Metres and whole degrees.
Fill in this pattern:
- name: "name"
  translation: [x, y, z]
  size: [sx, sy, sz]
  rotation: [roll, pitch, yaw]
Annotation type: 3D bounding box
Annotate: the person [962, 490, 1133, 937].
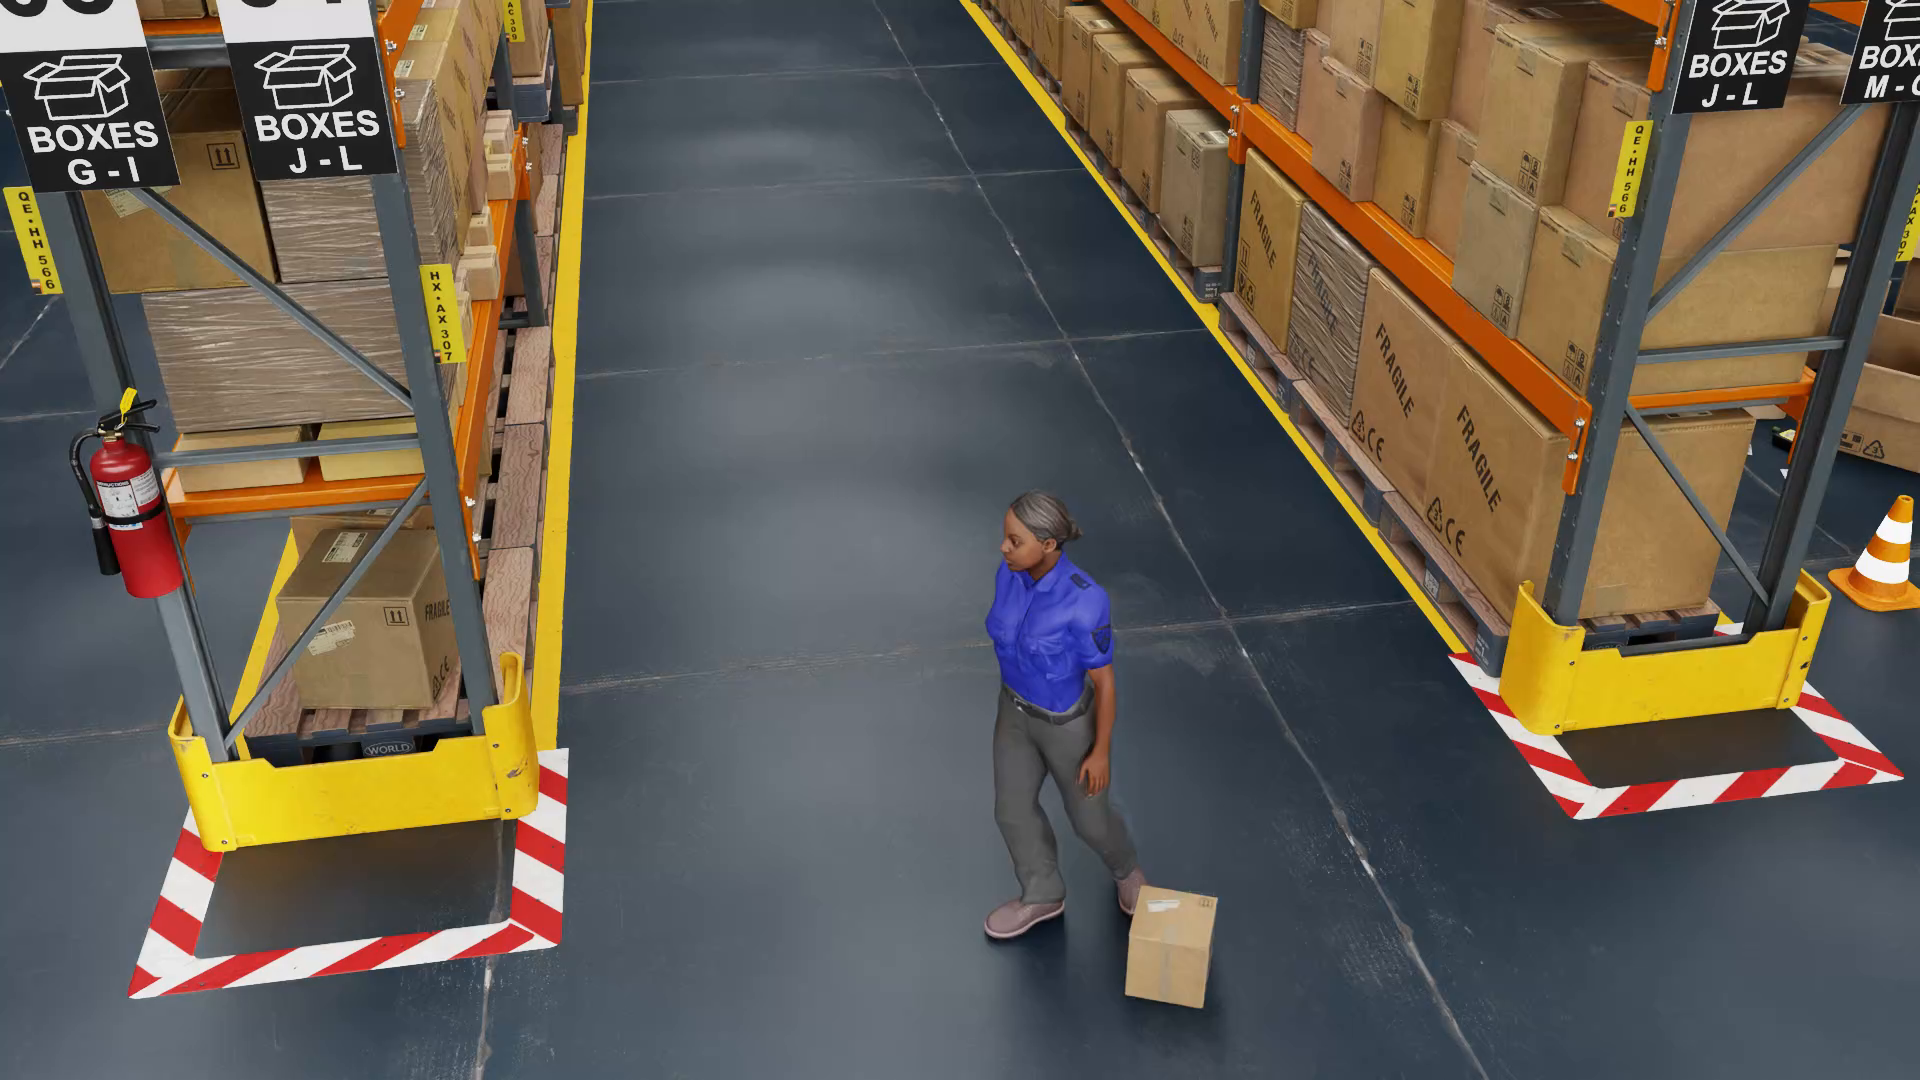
- name: "person"
  translation: [0.293, 0.559, 5.201]
  size: [0.509, 1.654, 0.529]
  rotation: [-21, 37, -31]
